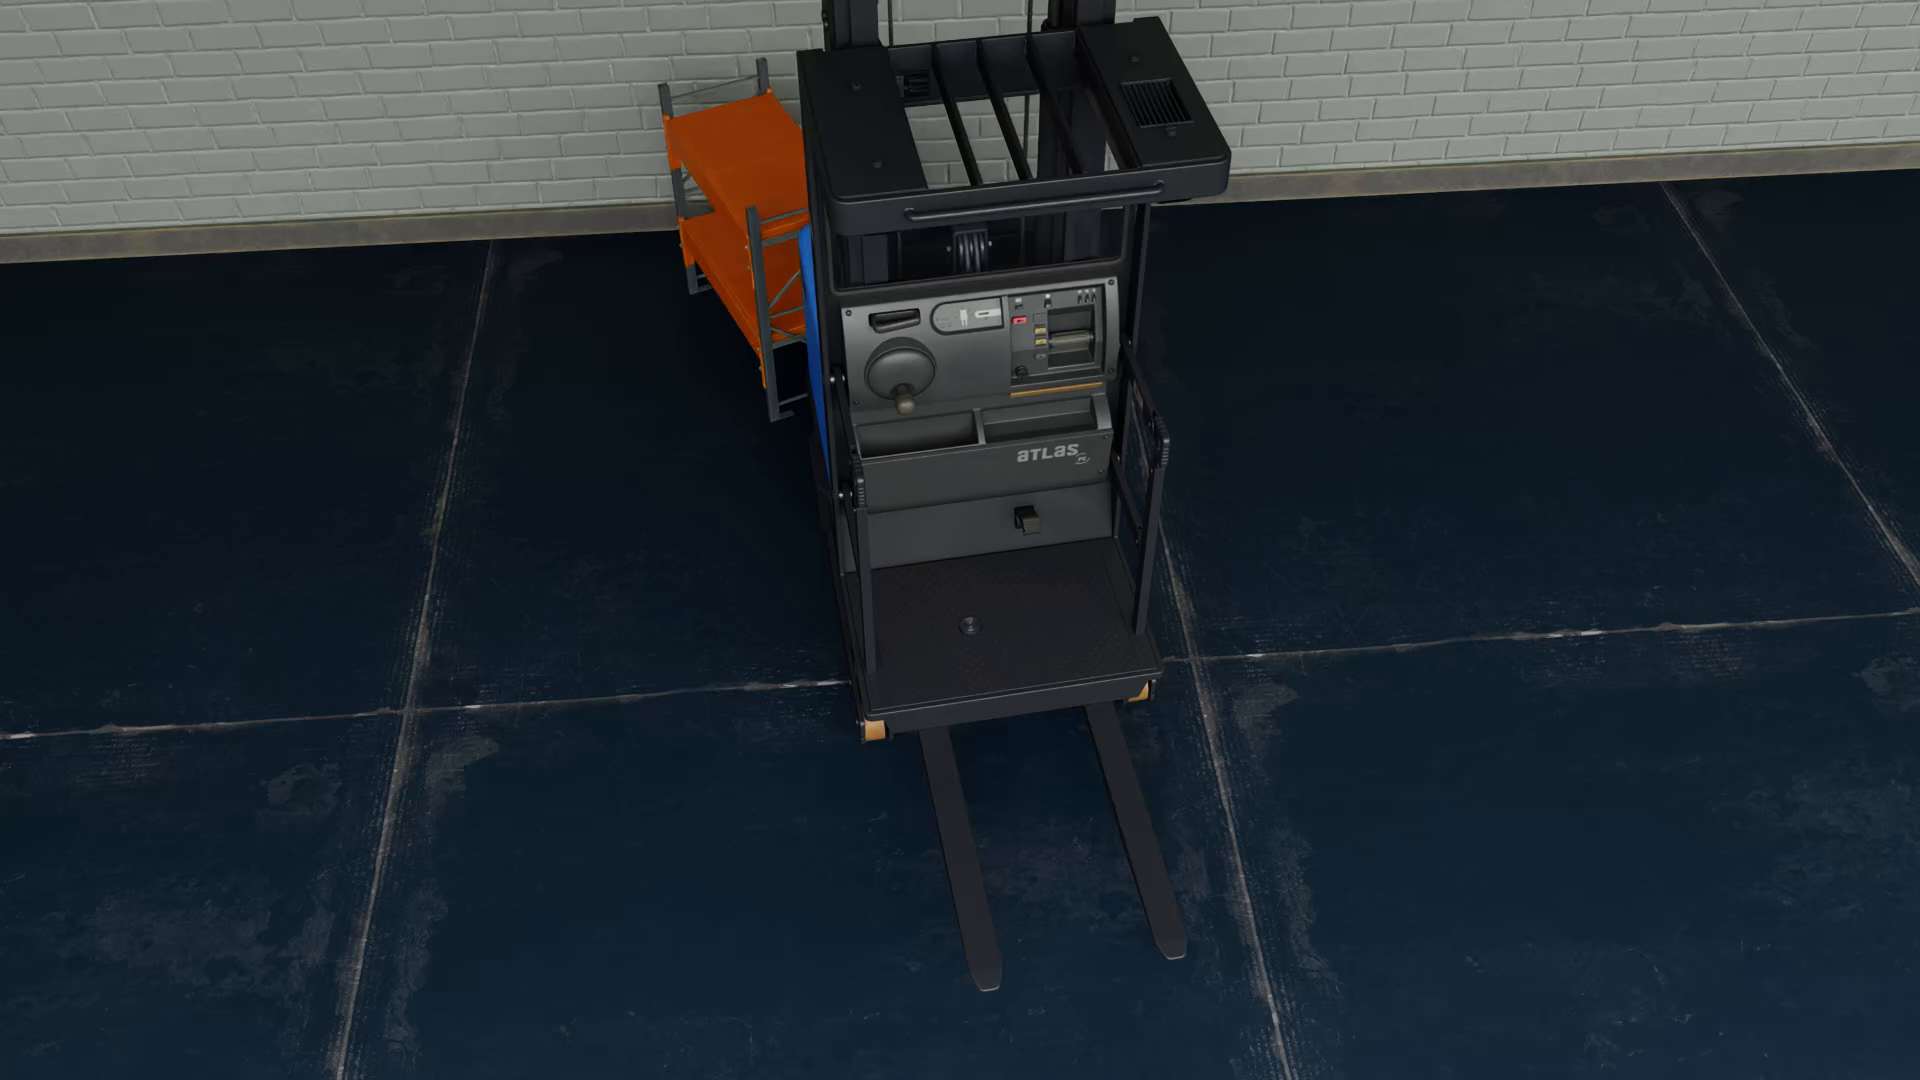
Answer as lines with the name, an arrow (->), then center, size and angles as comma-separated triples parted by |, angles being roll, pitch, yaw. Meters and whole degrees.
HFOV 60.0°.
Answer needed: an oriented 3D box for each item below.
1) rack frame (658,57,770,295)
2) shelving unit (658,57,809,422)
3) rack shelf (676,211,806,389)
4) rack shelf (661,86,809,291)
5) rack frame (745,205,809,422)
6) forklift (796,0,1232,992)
rack frame -> -1.081, -1.660, 7.684 | 0.500, 1.125, 0.032 | -20, 50, -18
shelving unit -> -0.851, -1.331, 7.372 | 0.538, 1.125, 1.048 | -20, 50, -18
rack shelf -> -0.851, -1.163, 7.550 | 0.538, 0.278, 1.000 | -20, 50, -18
rack shelf -> -0.851, -1.532, 7.160 | 0.538, 0.278, 1.000 | -20, 50, -18
rack frame -> -0.621, -1.002, 7.061 | 0.500, 1.125, 0.032 | -20, 50, -18
forklift -> 0.116, -0.558, 5.396 | 1.130, 2.935, 3.031 | -8, 47, -7
